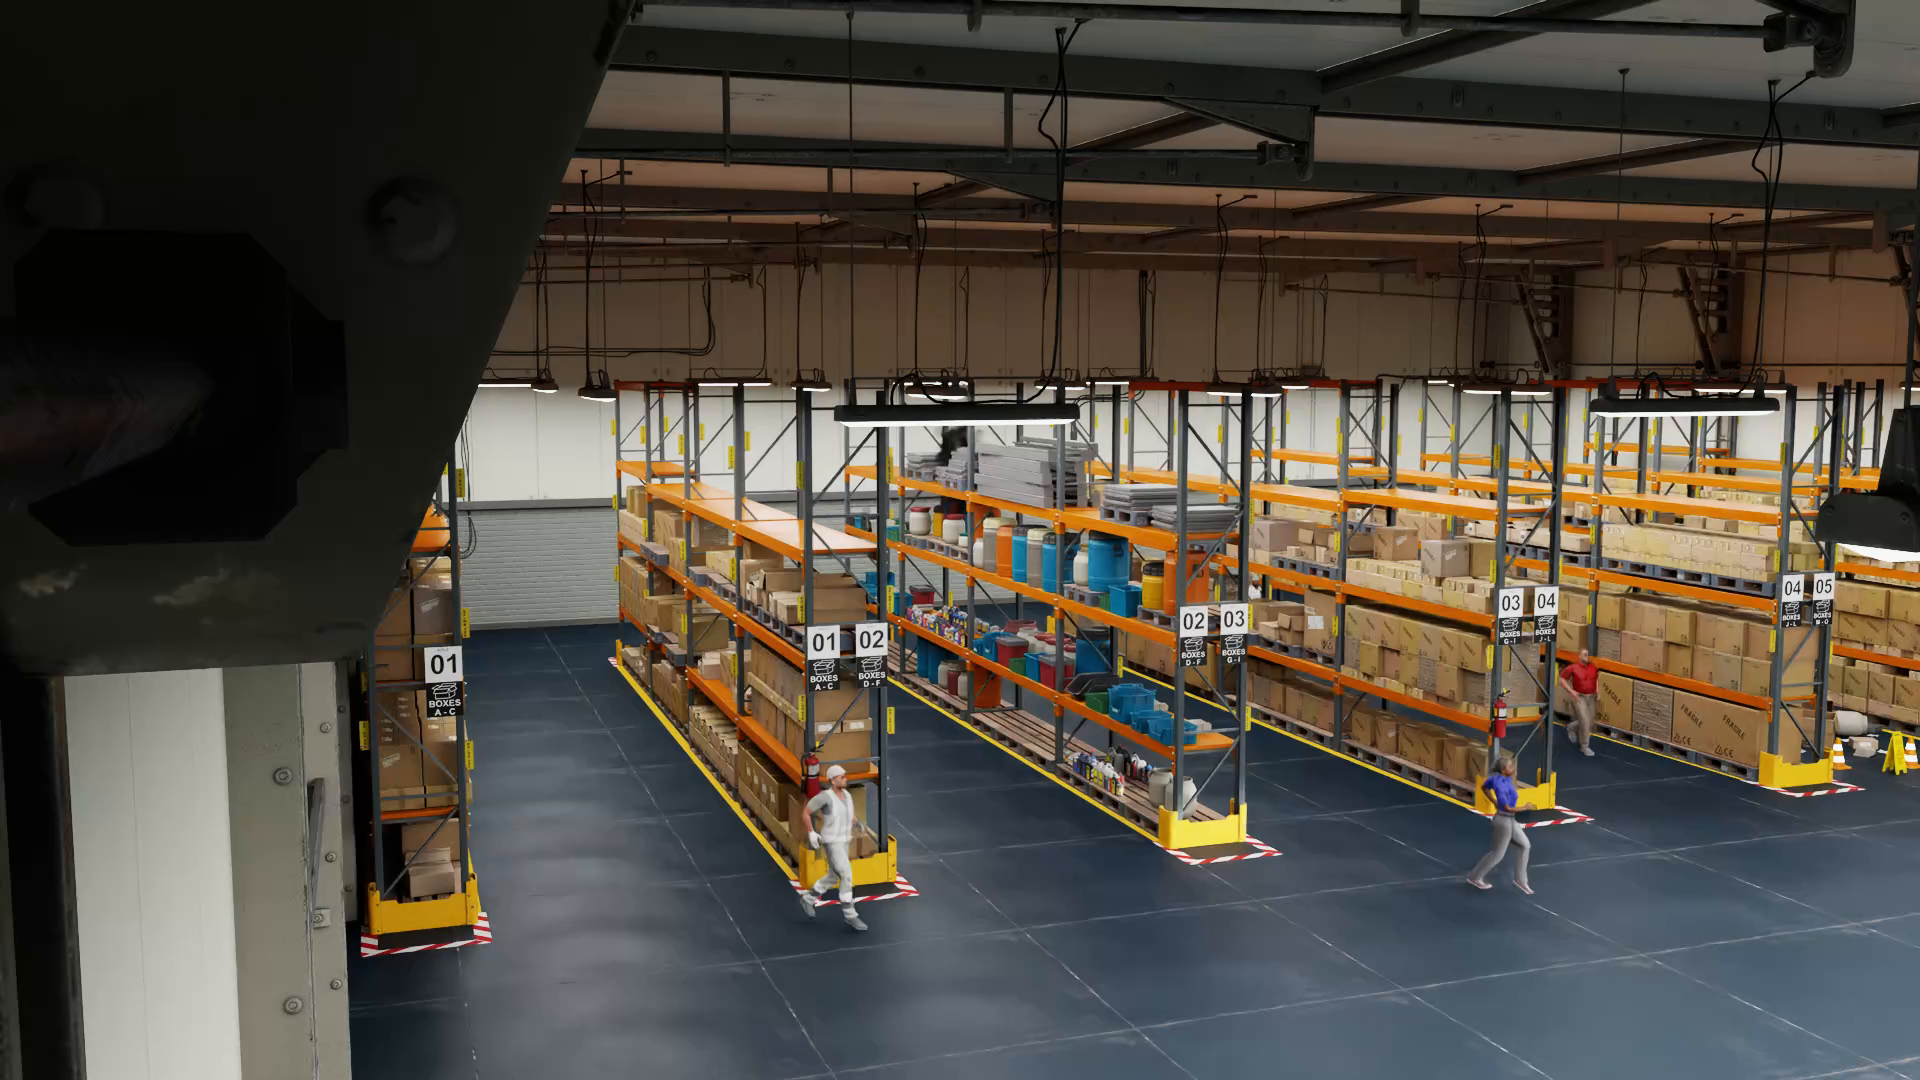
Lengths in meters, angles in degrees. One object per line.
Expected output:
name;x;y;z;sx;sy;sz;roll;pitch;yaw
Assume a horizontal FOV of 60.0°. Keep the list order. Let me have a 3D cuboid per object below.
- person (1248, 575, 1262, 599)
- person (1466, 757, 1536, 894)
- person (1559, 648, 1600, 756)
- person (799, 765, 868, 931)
person;6.568;1.587;37.111;0.556;1.654;0.549;-2;7;-22
person;6.503;3.427;19.935;0.778;1.694;0.582;2;6;18
person;10.155;2.615;27.194;0.676;1.711;0.785;-2;6;-19
person;-1.372;3.445;18.847;0.929;1.768;0.703;3;7;28
